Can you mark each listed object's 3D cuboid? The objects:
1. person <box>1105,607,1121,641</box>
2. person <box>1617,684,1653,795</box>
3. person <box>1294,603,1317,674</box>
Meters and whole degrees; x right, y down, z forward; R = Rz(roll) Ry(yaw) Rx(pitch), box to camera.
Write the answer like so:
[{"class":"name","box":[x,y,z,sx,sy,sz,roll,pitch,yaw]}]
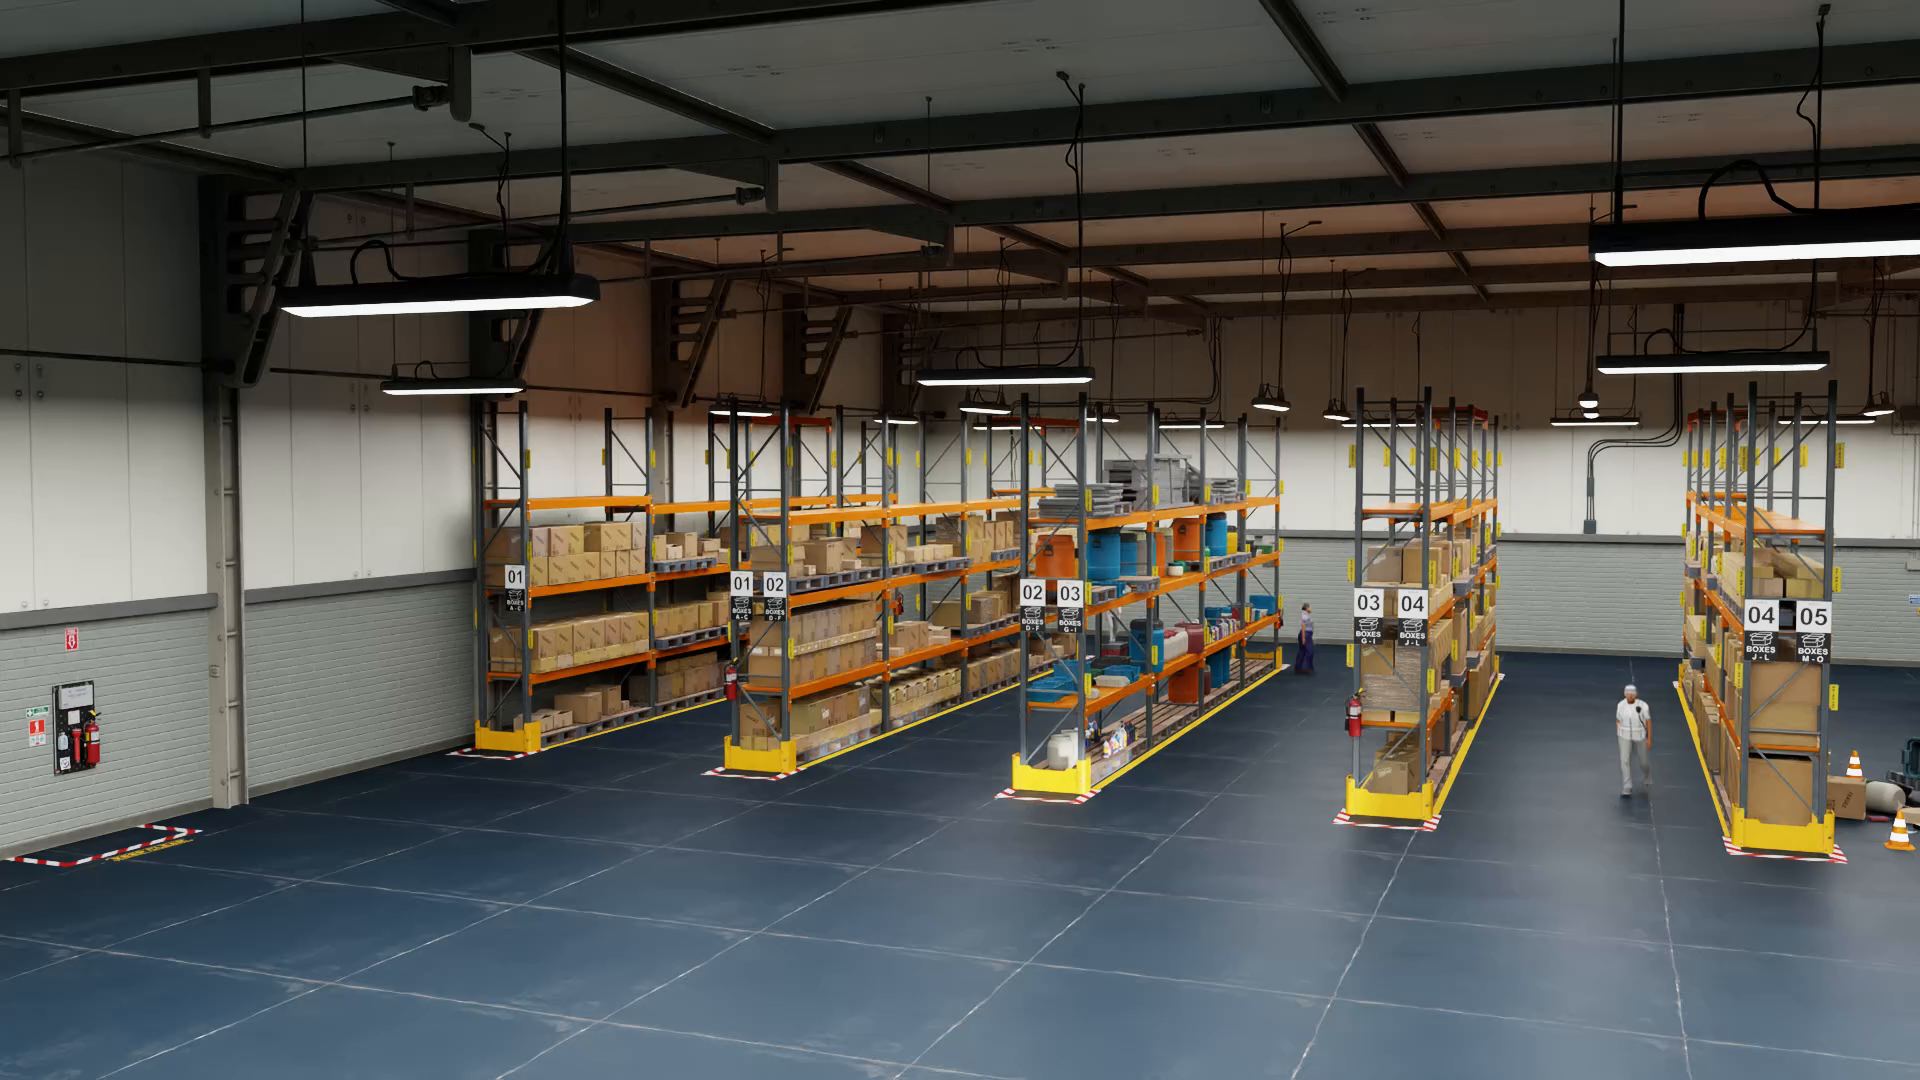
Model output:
[{"class":"person","box":[4.099,2.040,44.592,0.418,1.540,0.980,0,3,-4]},{"class":"person","box":[10.133,2.969,24.980,0.504,1.624,0.895,2,3,30]},{"class":"person","box":[8.118,2.312,38.936,0.548,1.694,0.545,0,3,9]}]
